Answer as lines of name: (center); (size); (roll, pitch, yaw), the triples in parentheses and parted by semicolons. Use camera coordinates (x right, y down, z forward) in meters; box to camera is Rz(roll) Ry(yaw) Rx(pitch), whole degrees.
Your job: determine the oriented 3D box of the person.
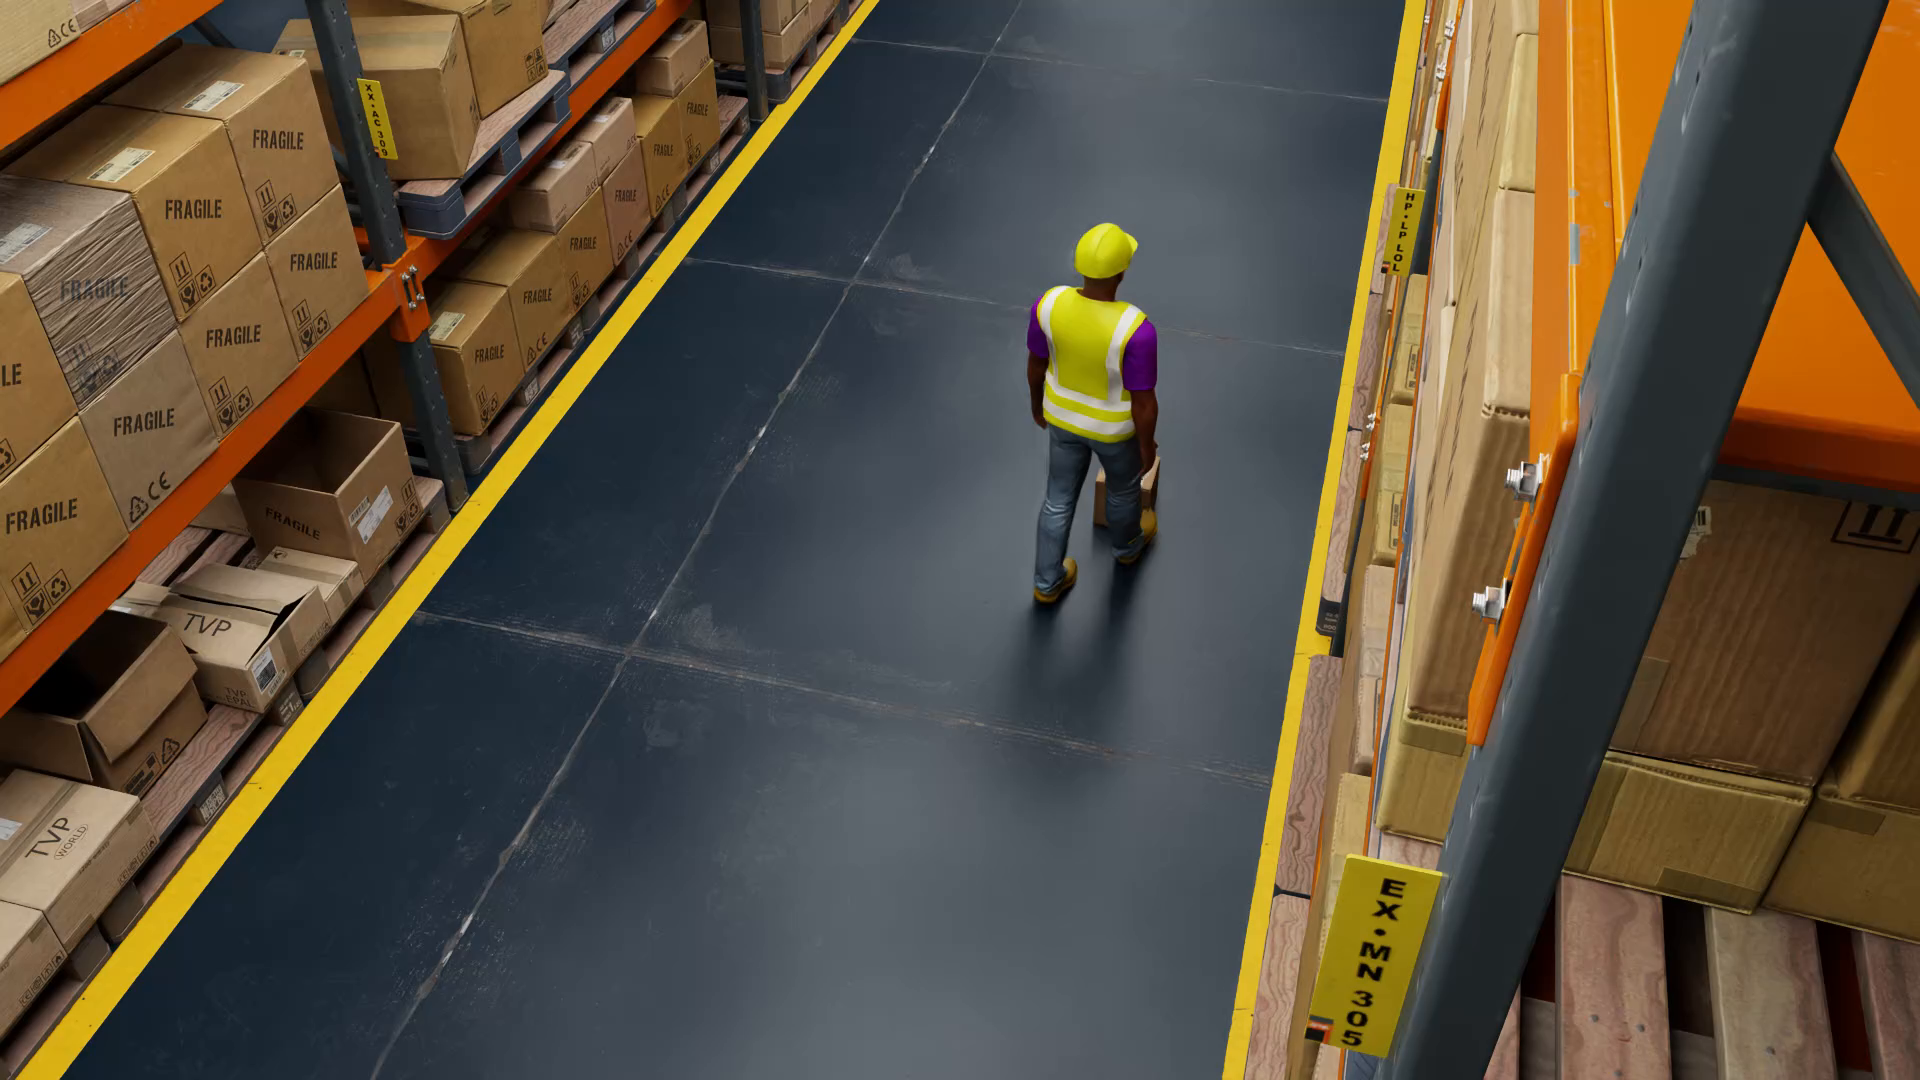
person: (0.583, -0.551, 6.774); (0.585, 1.763, 0.732); (19, 44, 21)
